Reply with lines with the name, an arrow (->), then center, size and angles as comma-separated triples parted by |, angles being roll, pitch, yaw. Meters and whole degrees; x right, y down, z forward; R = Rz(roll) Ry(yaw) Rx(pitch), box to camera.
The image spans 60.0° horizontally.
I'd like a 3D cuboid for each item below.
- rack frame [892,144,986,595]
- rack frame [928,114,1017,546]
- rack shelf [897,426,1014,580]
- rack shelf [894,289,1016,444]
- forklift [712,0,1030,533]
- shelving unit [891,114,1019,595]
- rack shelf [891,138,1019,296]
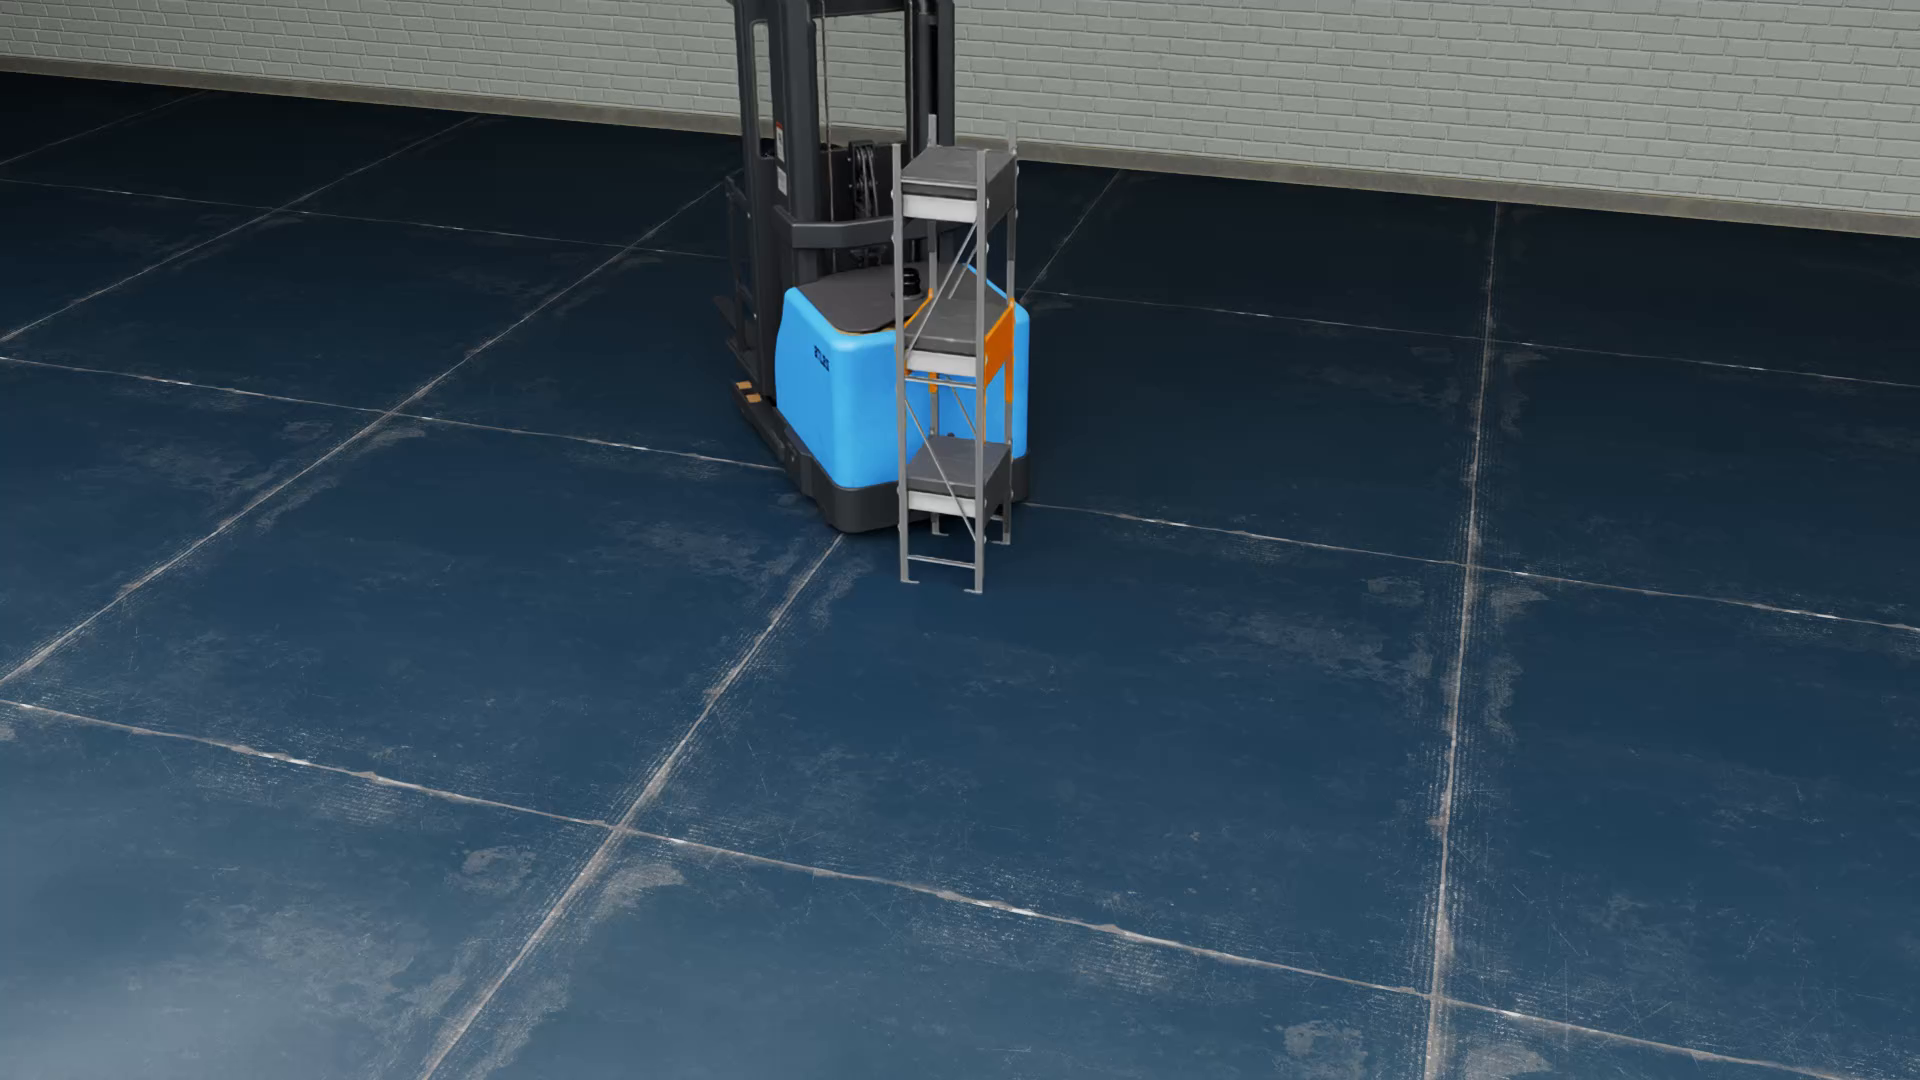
rack frame -> -0.087, -0.692, 7.333 | 0.400, 2.100, 0.015 | 8, 30, 15
rack frame -> 0.054, -0.919, 7.741 | 0.400, 2.100, 0.015 | 8, 30, 15
rack shelf -> -0.017, -0.181, 7.884 | 0.431, 0.518, 0.480 | 8, 30, 15
rack shelf -> -0.017, -0.793, 7.544 | 0.431, 0.518, 0.480 | 8, 30, 15
forklift -> -0.679, -2.015, 8.857 | 1.130, 2.935, 3.031 | -11, 31, -20
shelving unit -> -0.017, -0.805, 7.537 | 0.431, 2.100, 0.503 | 8, 30, 15
rack shelf -> -0.017, -1.405, 7.204 | 0.431, 0.518, 0.480 | 8, 30, 15
